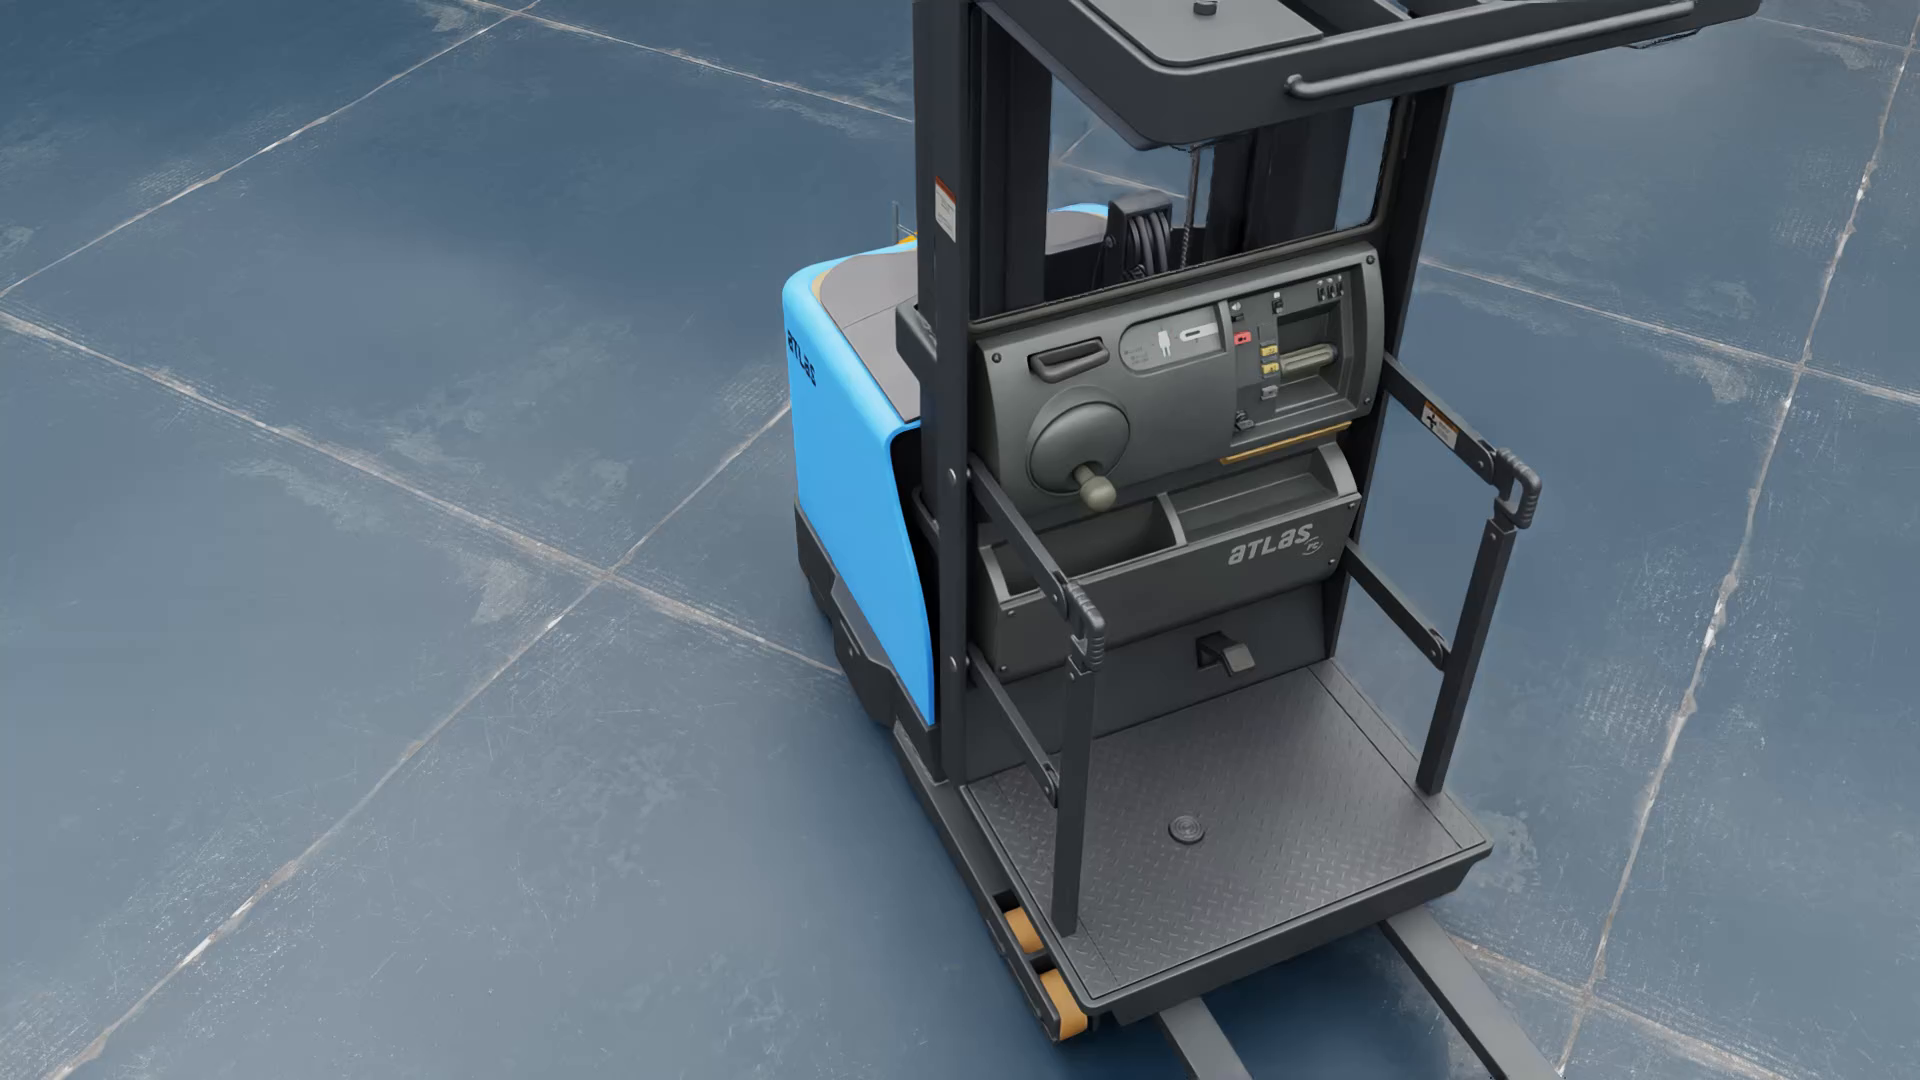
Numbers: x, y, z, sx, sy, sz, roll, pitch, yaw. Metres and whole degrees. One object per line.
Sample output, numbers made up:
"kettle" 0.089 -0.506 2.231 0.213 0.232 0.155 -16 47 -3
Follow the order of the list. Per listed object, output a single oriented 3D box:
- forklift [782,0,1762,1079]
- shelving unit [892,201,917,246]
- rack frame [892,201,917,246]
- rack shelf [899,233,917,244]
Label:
"forklift" 0.573 -0.258 3.325 1.130 2.935 3.031 -17 44 -18
"shelving unit" -0.034 -0.583 5.118 0.252 1.050 0.215 -32 51 -31
"rack frame" -0.122 -0.528 5.055 0.008 1.050 0.200 -32 51 -31
"rack shelf" -0.034 -0.788 4.938 0.240 0.259 0.215 -32 51 -31
